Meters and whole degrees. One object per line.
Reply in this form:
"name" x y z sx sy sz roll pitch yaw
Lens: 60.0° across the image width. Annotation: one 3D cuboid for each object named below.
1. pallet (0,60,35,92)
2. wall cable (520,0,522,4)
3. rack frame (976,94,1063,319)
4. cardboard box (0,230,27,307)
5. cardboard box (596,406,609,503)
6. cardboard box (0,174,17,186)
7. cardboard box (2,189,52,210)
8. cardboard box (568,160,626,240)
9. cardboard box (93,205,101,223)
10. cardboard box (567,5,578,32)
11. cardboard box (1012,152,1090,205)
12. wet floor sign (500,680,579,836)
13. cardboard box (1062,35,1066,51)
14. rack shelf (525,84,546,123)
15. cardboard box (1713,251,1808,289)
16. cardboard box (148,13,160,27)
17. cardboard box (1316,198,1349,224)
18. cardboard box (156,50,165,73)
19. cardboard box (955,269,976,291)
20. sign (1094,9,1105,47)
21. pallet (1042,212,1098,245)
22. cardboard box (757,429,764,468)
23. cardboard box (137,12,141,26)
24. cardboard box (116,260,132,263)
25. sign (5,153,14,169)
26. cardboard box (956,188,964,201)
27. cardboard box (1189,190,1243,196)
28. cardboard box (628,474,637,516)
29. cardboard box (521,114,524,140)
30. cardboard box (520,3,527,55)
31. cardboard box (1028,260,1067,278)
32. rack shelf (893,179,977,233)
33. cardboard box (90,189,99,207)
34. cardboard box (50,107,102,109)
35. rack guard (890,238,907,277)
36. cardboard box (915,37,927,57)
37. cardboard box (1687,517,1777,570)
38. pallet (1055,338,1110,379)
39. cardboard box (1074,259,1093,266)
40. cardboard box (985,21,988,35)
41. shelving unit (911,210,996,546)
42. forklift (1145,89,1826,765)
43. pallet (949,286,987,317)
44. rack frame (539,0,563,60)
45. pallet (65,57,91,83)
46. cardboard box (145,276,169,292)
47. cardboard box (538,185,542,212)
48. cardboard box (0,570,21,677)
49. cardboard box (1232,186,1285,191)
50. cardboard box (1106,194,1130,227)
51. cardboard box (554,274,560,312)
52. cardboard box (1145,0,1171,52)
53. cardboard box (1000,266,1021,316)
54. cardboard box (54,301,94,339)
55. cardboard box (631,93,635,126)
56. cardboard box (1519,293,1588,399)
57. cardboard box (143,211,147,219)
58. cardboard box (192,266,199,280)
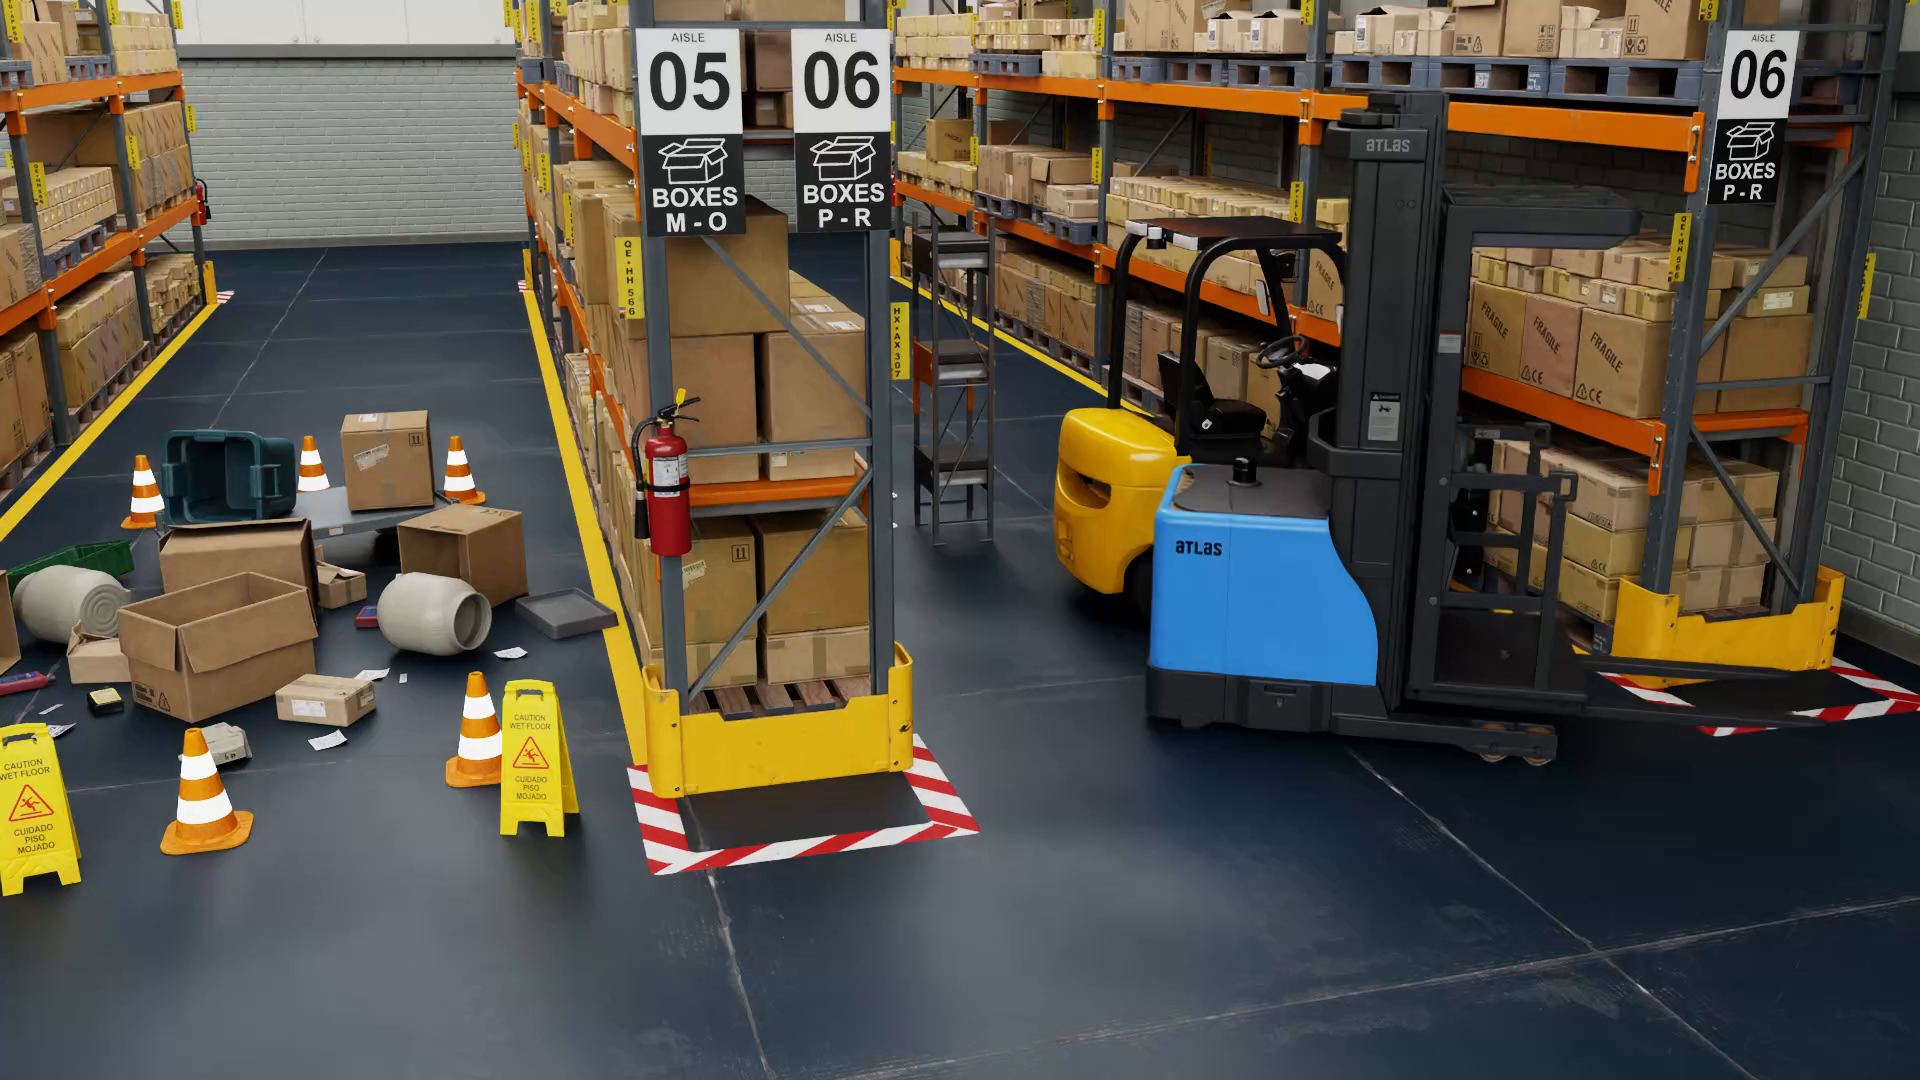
"pallet" -7.487 -3.349 12.000 1.213 0.211 1.003 -4 17 -13
"wall cable" -7.016 -9.233 26.047 0.463 3.000 0.029 -5 17 -15
"rack frame" 0.688 -4.096 19.373 1.000 3.000 0.127 -5 17 -15
"cardboard box" -7.198 -1.983 12.166 0.500 0.500 0.500 -5 17 -15
"cardboard box" -1.982 -0.548 10.309 0.500 0.500 0.500 -4 17 -13
"cardboard box" -8.932 -3.286 15.351 0.380 0.149 0.250 -5 17 -16
"cardboard box" -7.796 -2.828 13.824 0.380 0.149 0.250 -5 17 -16
"cardboard box" -1.972 -2.020 10.033 0.700 0.500 0.500 -5 17 -16
"cardboard box" -8.308 -3.059 15.629 0.380 0.149 0.250 -6 18 -18
"cardboard box" -2.112 -3.075 9.810 0.380 0.149 0.250 -5 17 -16
"cardboard box" 0.964 -3.833 17.594 0.700 0.500 0.500 -5 17 -16
"wet floor sign" -1.762 0.882 6.895 0.267 0.644 0.232 1 17 4
"cardboard box" 1.228 -4.910 16.438 0.380 0.149 0.250 -5 17 -15
"rack shelf" -3.533 -4.241 15.893 1.077 0.370 4.000 -5 17 -15
"cardboard box" 4.099 -1.387 8.538 0.380 0.149 0.250 -5 17 -16
"cardboard box" -9.319 -5.904 18.879 0.380 0.149 0.250 -4 17 -14
"cardboard box" 2.689 -2.272 11.484 0.380 0.149 0.250 -4 17 -14
"cardboard box" -9.264 -5.370 18.663 0.500 0.250 0.500 -4 17 -13
"cardboard box" 0.155 -3.217 20.470 0.396 0.266 0.258 -4 17 -13
"sign" 1.265 -4.631 15.043 0.100 0.325 0.005 -5 17 -15
"pallet" 1.534 -3.079 16.323 1.213 0.211 1.003 -5 17 -15
"cardboard box" -0.763 -0.442 7.645 0.380 0.149 0.250 -4 17 -14
"cardboard box" -9.061 -5.616 17.920 0.380 0.149 0.250 -5 17 -17
"cardboard box" -9.959 -3.192 19.555 0.380 0.149 0.250 -5 17 -15
"sign" -9.334 -3.653 16.393 0.100 0.325 0.005 -5 17 -15
"cardboard box" 0.171 -4.184 20.103 0.380 0.149 0.250 -4 17 -14
"cardboard box" 2.121 -2.816 13.811 0.380 0.149 0.250 -5 17 -15
"cardboard box" -1.422 -0.234 8.136 0.380 0.149 0.250 -4 17 -14
"cardboard box" -5.027 -4.896 20.125 0.500 0.500 0.500 -5 17 -16
"cardboard box" -4.120 -5.121 16.669 0.500 0.500 0.500 -5 17 -16
"cardboard box" 0.950 -2.934 17.993 0.380 0.149 0.250 -4 17 -13
"rack shelf" 0.139 -4.304 21.318 1.077 0.370 4.000 -5 17 -15
"cardboard box" -8.297 -3.195 15.564 0.380 0.149 0.250 -5 18 -17
"cardboard box" -9.636 -4.488 18.250 0.500 0.500 0.500 -5 18 -17
"rack guard" -0.390 -3.984 23.346 1.175 0.500 0.348 -5 17 -15
"cardboard box" -0.263 -6.284 21.186 0.500 0.250 0.500 -5 17 -17
"cardboard box" 4.057 -0.047 9.074 0.500 0.250 0.500 -4 17 -14
"pallet" 1.619 -1.863 16.788 1.003 0.211 1.213 -5 17 -15
"cardboard box" 1.464 -2.977 18.135 0.380 0.149 0.250 -4 17 -14
"cardboard box" 0.491 -5.618 18.243 0.380 0.149 0.250 -4 17 -14
"shelving unit" -0.045 -1.051 10.802 0.431 2.100 0.503 -5 17 -15
"forklift" 2.461 -0.550 7.689 3.031 2.935 1.130 4 17 12
"pallet" 0.501 -2.950 20.407 1.003 0.211 1.213 -5 17 -15
"rack frame" -2.984 -5.469 13.517 1.000 3.000 0.127 -5 17 -15
"pallet" -8.459 -4.164 14.712 1.213 0.211 1.003 -5 17 -15
"cardboard box" -8.931 -2.809 18.282 0.380 0.149 0.250 -4 17 -14
"cardboard box" -3.809 -3.302 16.124 0.500 0.250 0.500 -5 17 -17
"cardboard box" -5.203 0.474 8.500 0.500 0.500 0.500 -2 17 -6
"cardboard box" 2.544 -2.931 14.193 0.380 0.149 0.250 -5 17 -16
"cardboard box" 1.651 -3.013 15.160 0.500 0.250 0.500 -5 17 -15
"cardboard box" -4.152 -2.858 18.978 0.875 0.438 0.875 -5 17 -16
"cardboard box" 1.987 -4.371 13.999 0.700 0.500 0.500 -5 17 -16
"cardboard box" 0.761 -2.802 18.680 0.500 0.500 0.500 -5 17 -16
"cardboard box" -7.812 -1.890 14.341 0.500 0.250 0.500 -5 17 -16
"cardboard box" -1.152 -1.776 6.872 0.380 0.149 0.250 -5 17 -15
"cardboard box" 3.465 -1.084 9.173 0.500 0.500 0.500 -4 17 -14
"cardboard box" -8.913 -3.478 17.752 0.380 0.149 0.250 -6 18 -18
"cardboard box" -9.495 -3.244 20.247 0.380 0.149 0.250 -5 17 -17
